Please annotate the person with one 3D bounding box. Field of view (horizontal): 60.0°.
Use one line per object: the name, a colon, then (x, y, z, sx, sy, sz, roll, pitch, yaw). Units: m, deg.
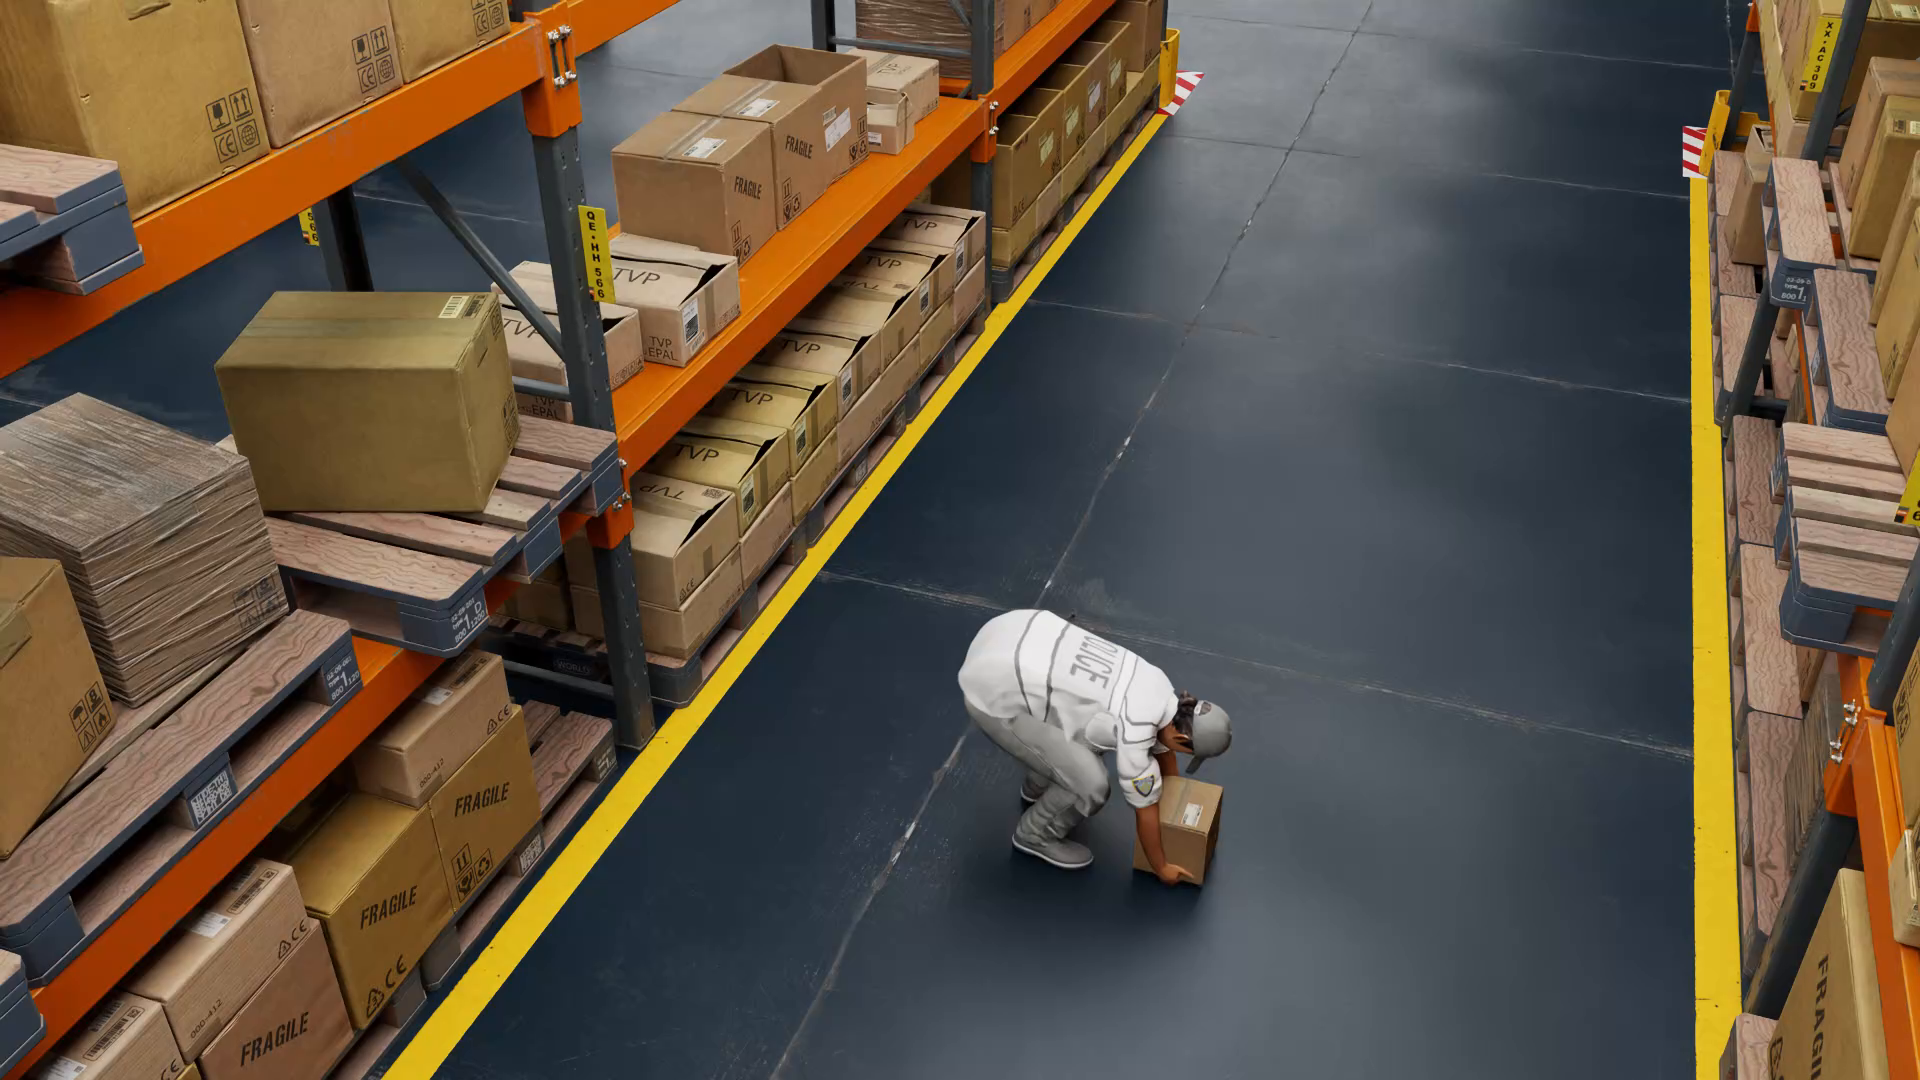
person: (0.468, 0.703, 5.783, 0.936, 0.886, 0.513, 10, 35, 14)
